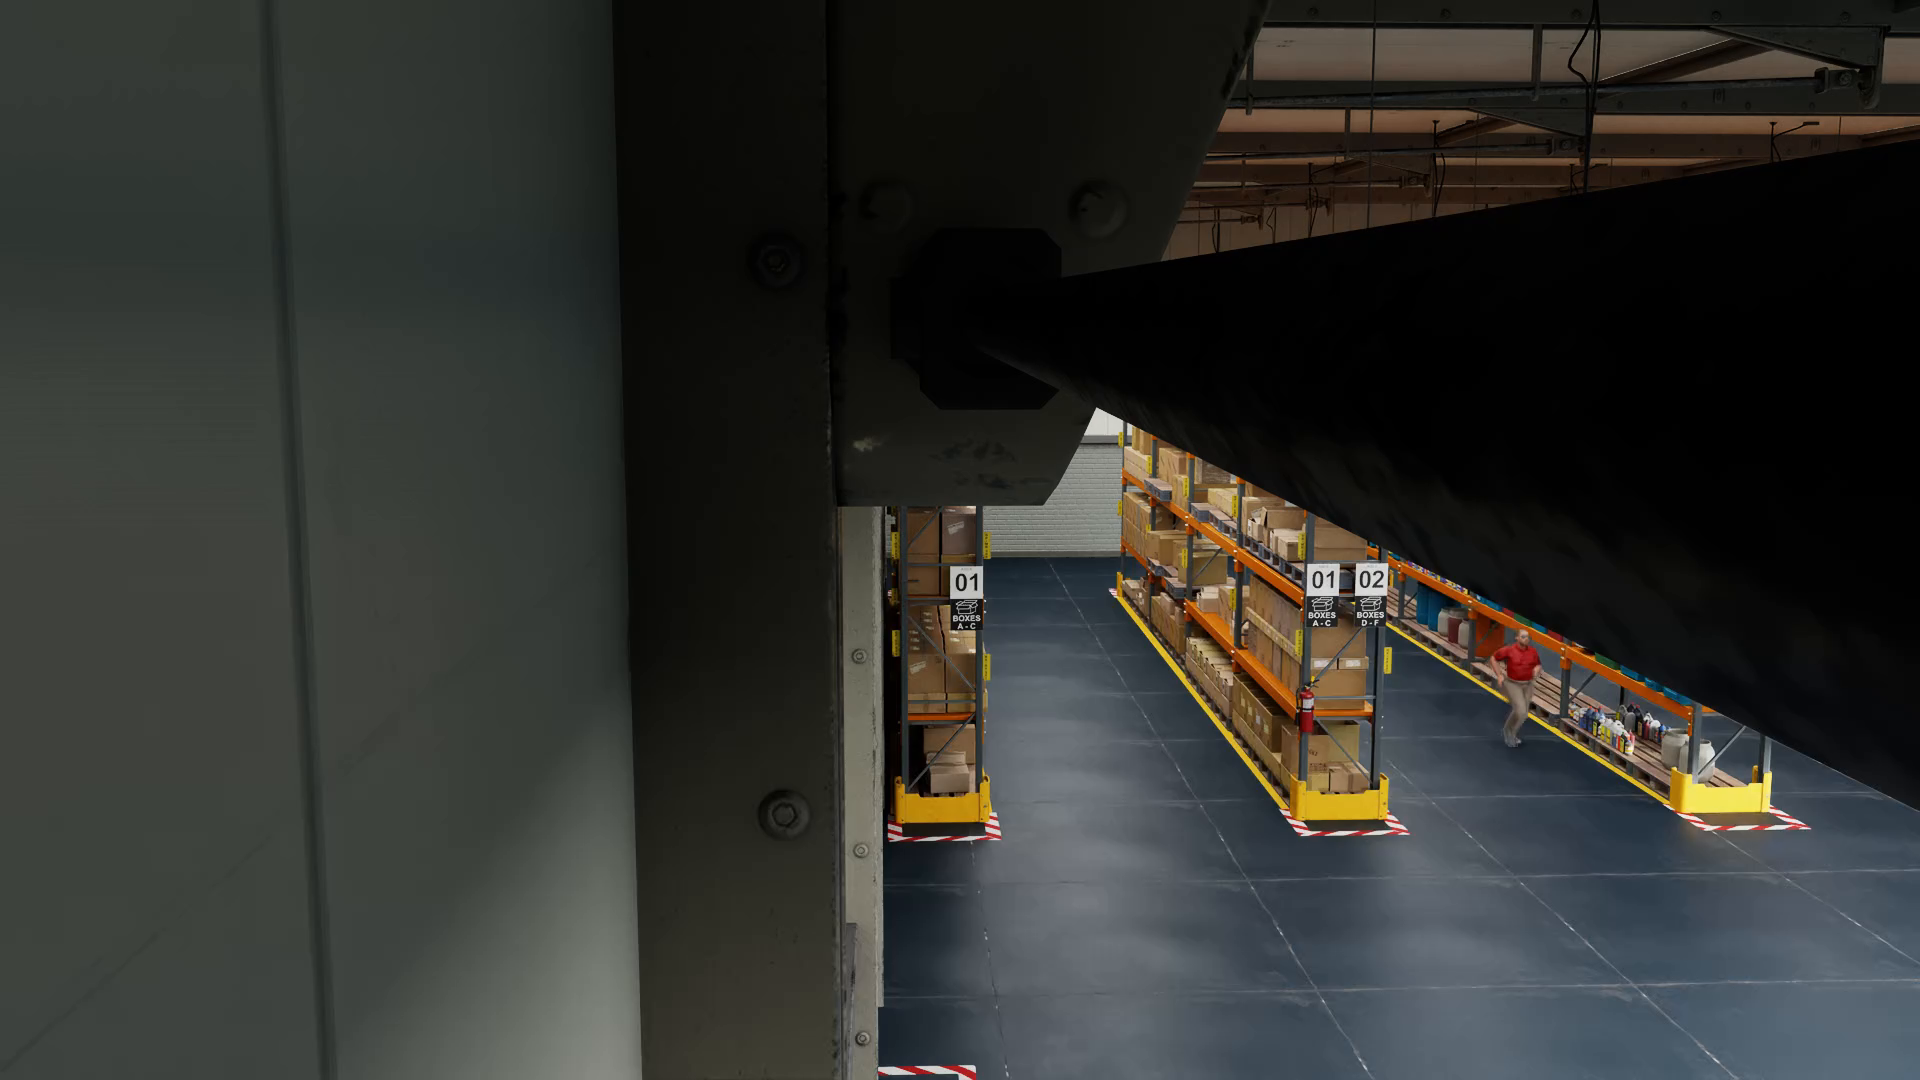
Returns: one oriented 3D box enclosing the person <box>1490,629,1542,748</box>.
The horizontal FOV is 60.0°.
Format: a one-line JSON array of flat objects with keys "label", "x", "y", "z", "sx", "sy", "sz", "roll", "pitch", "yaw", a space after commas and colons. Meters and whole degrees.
[{"label": "person", "x": 8.057, "y": 2.137, "z": 23.905, "sx": 0.652, "sy": 1.718, "sz": 0.653, "roll": -2, "pitch": 8, "yaw": -15}]
